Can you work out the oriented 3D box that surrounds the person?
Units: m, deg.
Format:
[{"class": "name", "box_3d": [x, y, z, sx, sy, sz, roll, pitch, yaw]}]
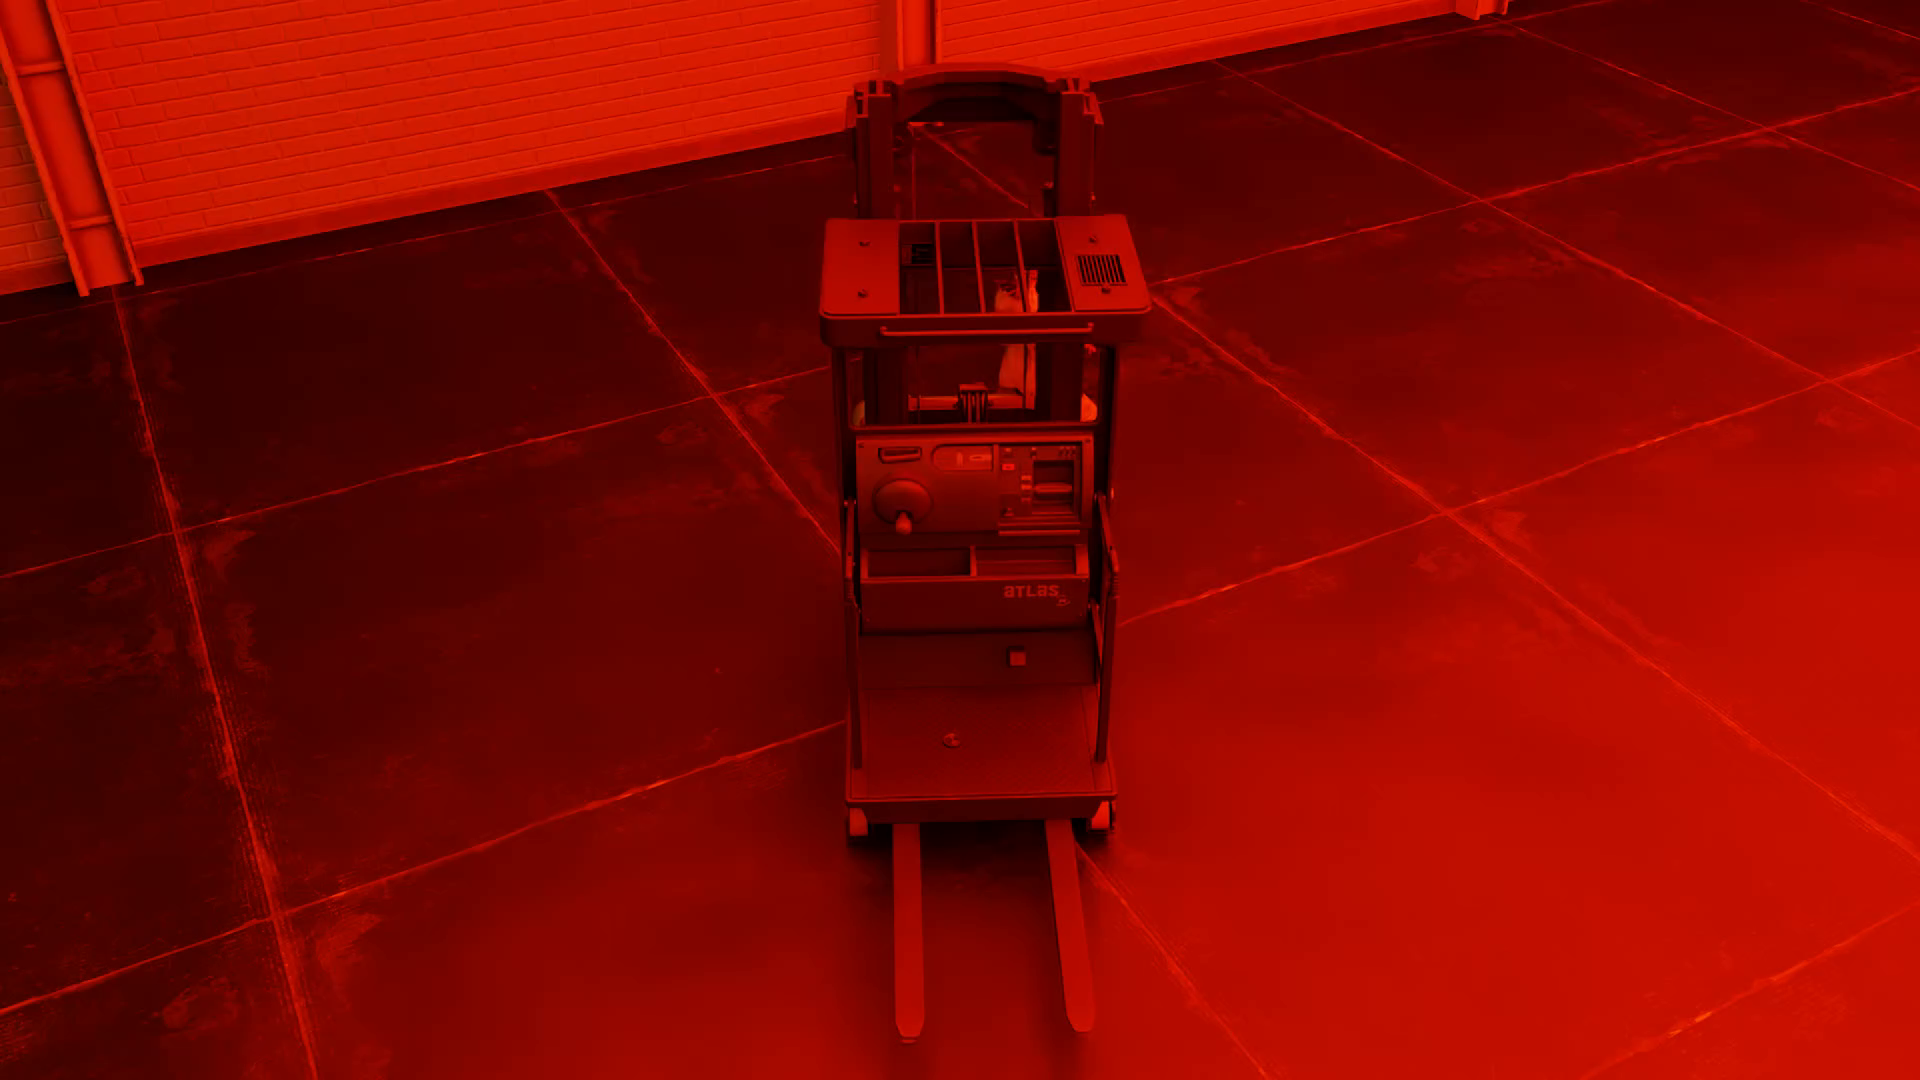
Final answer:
[{"class": "person", "box_3d": [0.420, -0.806, 8.440, 0.759, 1.578, 0.614, -29, 44, -34]}]

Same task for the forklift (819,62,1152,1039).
[{"class": "forklift", "box_3d": [0.070, -0.155, 6.343, 1.130, 2.935, 3.031, -1, 35, -2]}]
